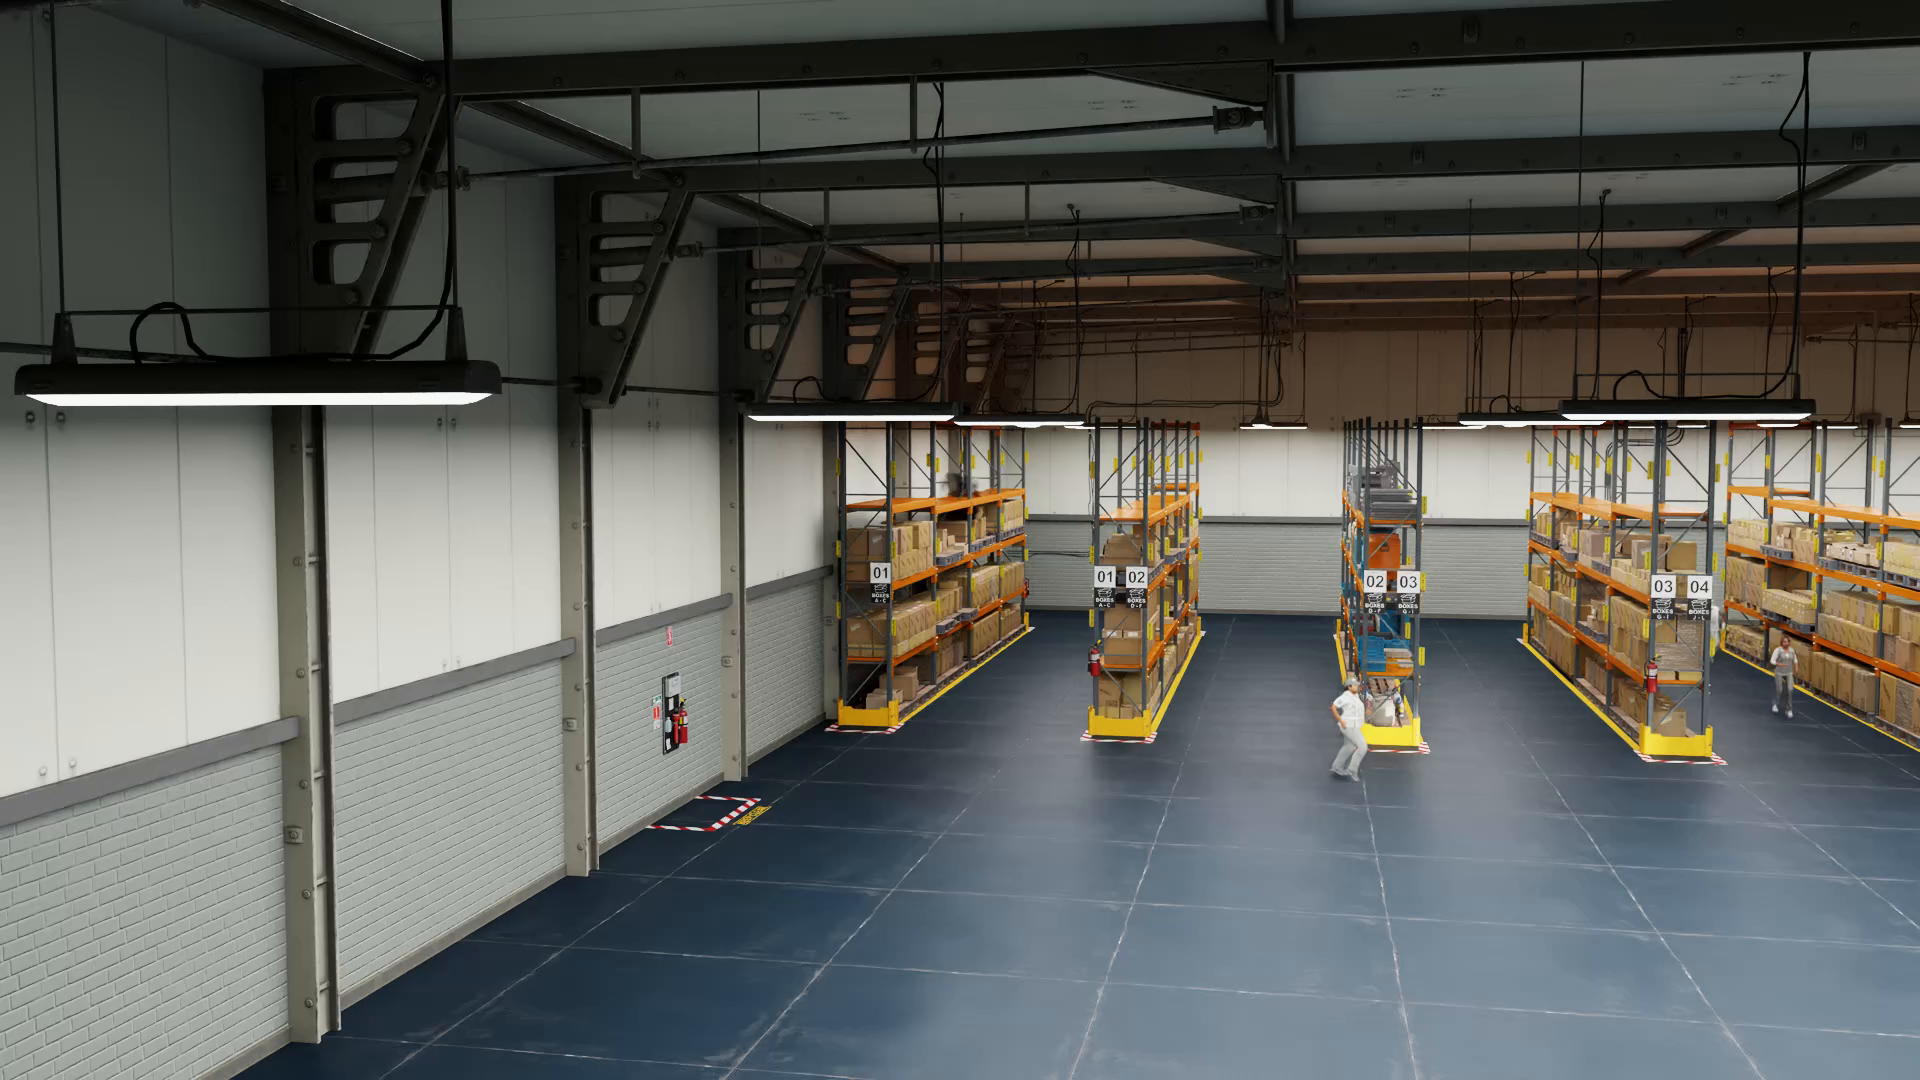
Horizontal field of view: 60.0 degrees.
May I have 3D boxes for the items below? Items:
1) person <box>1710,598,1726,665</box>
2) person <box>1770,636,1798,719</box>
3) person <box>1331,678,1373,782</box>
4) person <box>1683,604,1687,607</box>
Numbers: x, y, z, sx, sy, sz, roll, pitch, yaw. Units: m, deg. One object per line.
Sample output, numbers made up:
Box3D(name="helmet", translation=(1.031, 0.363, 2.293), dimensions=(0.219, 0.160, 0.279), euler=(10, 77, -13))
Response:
Box3D(name="person", translation=(18.199, 2.221, 40.313), dimensions=(0.717, 1.729, 0.768), euler=(1, 4, 16))
Box3D(name="person", translation=(16.612, 2.753, 33.533), dimensions=(0.559, 1.655, 0.720), euler=(1, 4, 9))
Box3D(name="person", translation=(6.451, 3.123, 27.404), dimensions=(0.716, 1.712, 0.574), euler=(2, 4, 28))
Box3D(name="person", translation=(18.618, 2.205, 42.458), dimensions=(0.580, 1.582, 0.825), euler=(1, 4, 21))
